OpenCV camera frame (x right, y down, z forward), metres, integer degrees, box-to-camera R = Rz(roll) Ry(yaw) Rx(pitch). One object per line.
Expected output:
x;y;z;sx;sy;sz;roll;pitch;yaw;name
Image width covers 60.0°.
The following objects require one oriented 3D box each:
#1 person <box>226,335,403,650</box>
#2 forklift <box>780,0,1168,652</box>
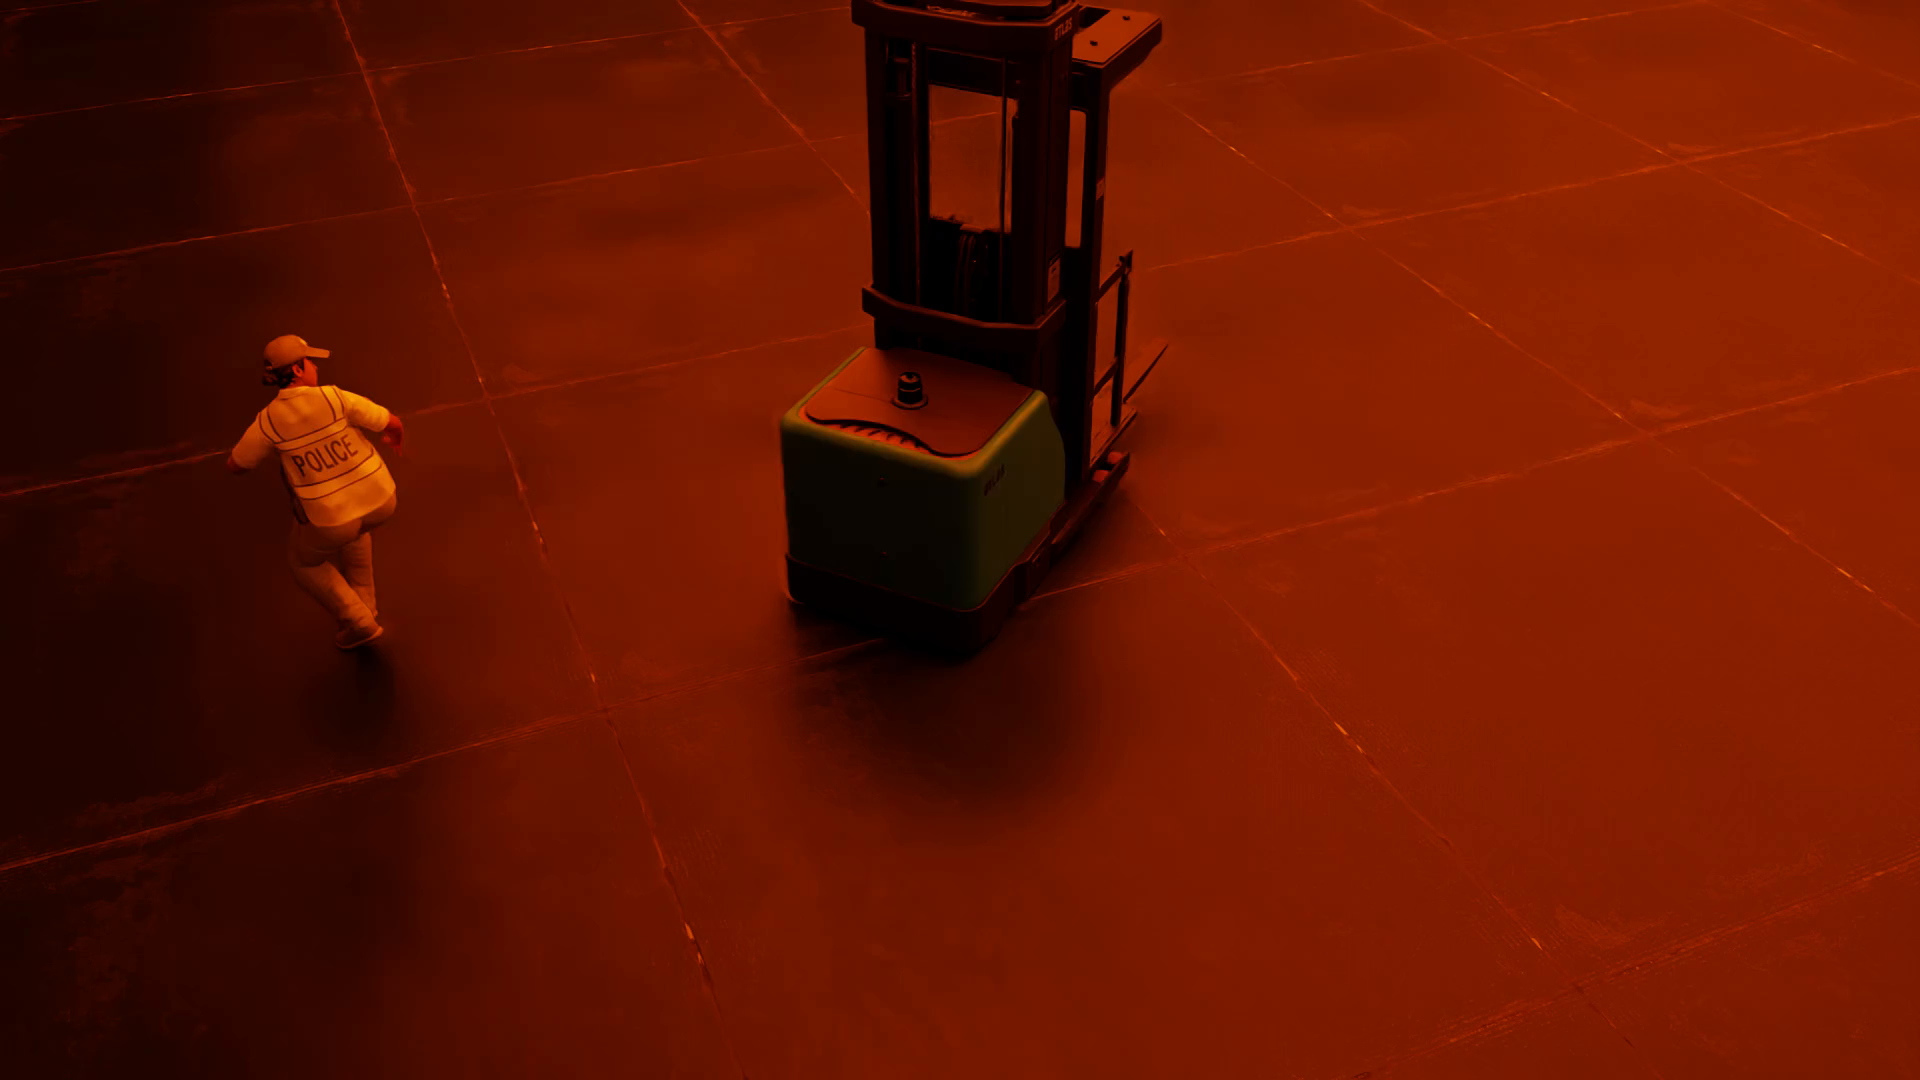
-2.911;-0.257;7.649;0.779;1.555;0.744;-27;44;-33;person
0.269;-1.512;8.225;1.130;2.935;3.031;16;38;21;forklift
